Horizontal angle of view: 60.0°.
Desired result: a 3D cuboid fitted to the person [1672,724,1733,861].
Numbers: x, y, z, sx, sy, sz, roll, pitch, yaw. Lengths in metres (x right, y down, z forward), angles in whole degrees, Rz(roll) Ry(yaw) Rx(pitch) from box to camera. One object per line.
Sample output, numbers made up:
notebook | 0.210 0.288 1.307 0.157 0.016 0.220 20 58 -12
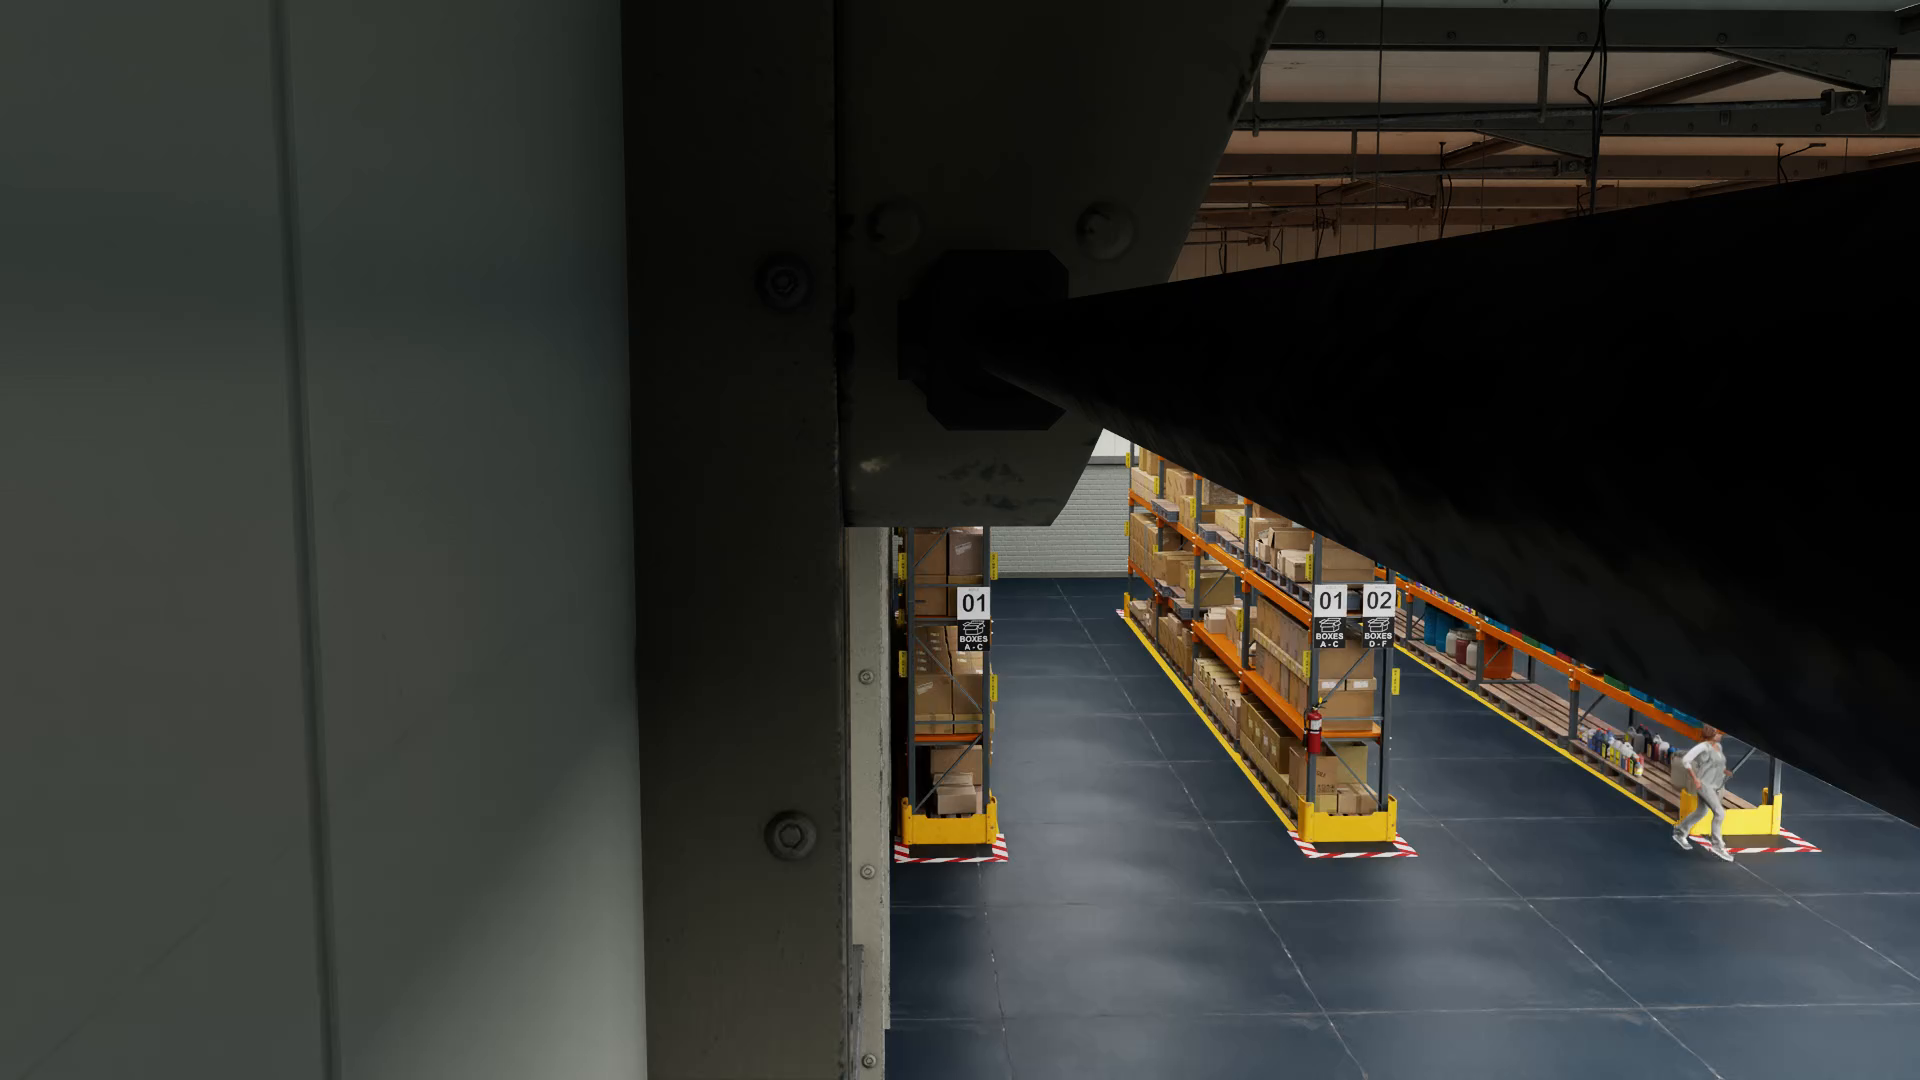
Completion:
person | 8.965 2.983 19.935 0.532 1.580 0.751 -7 10 -44
